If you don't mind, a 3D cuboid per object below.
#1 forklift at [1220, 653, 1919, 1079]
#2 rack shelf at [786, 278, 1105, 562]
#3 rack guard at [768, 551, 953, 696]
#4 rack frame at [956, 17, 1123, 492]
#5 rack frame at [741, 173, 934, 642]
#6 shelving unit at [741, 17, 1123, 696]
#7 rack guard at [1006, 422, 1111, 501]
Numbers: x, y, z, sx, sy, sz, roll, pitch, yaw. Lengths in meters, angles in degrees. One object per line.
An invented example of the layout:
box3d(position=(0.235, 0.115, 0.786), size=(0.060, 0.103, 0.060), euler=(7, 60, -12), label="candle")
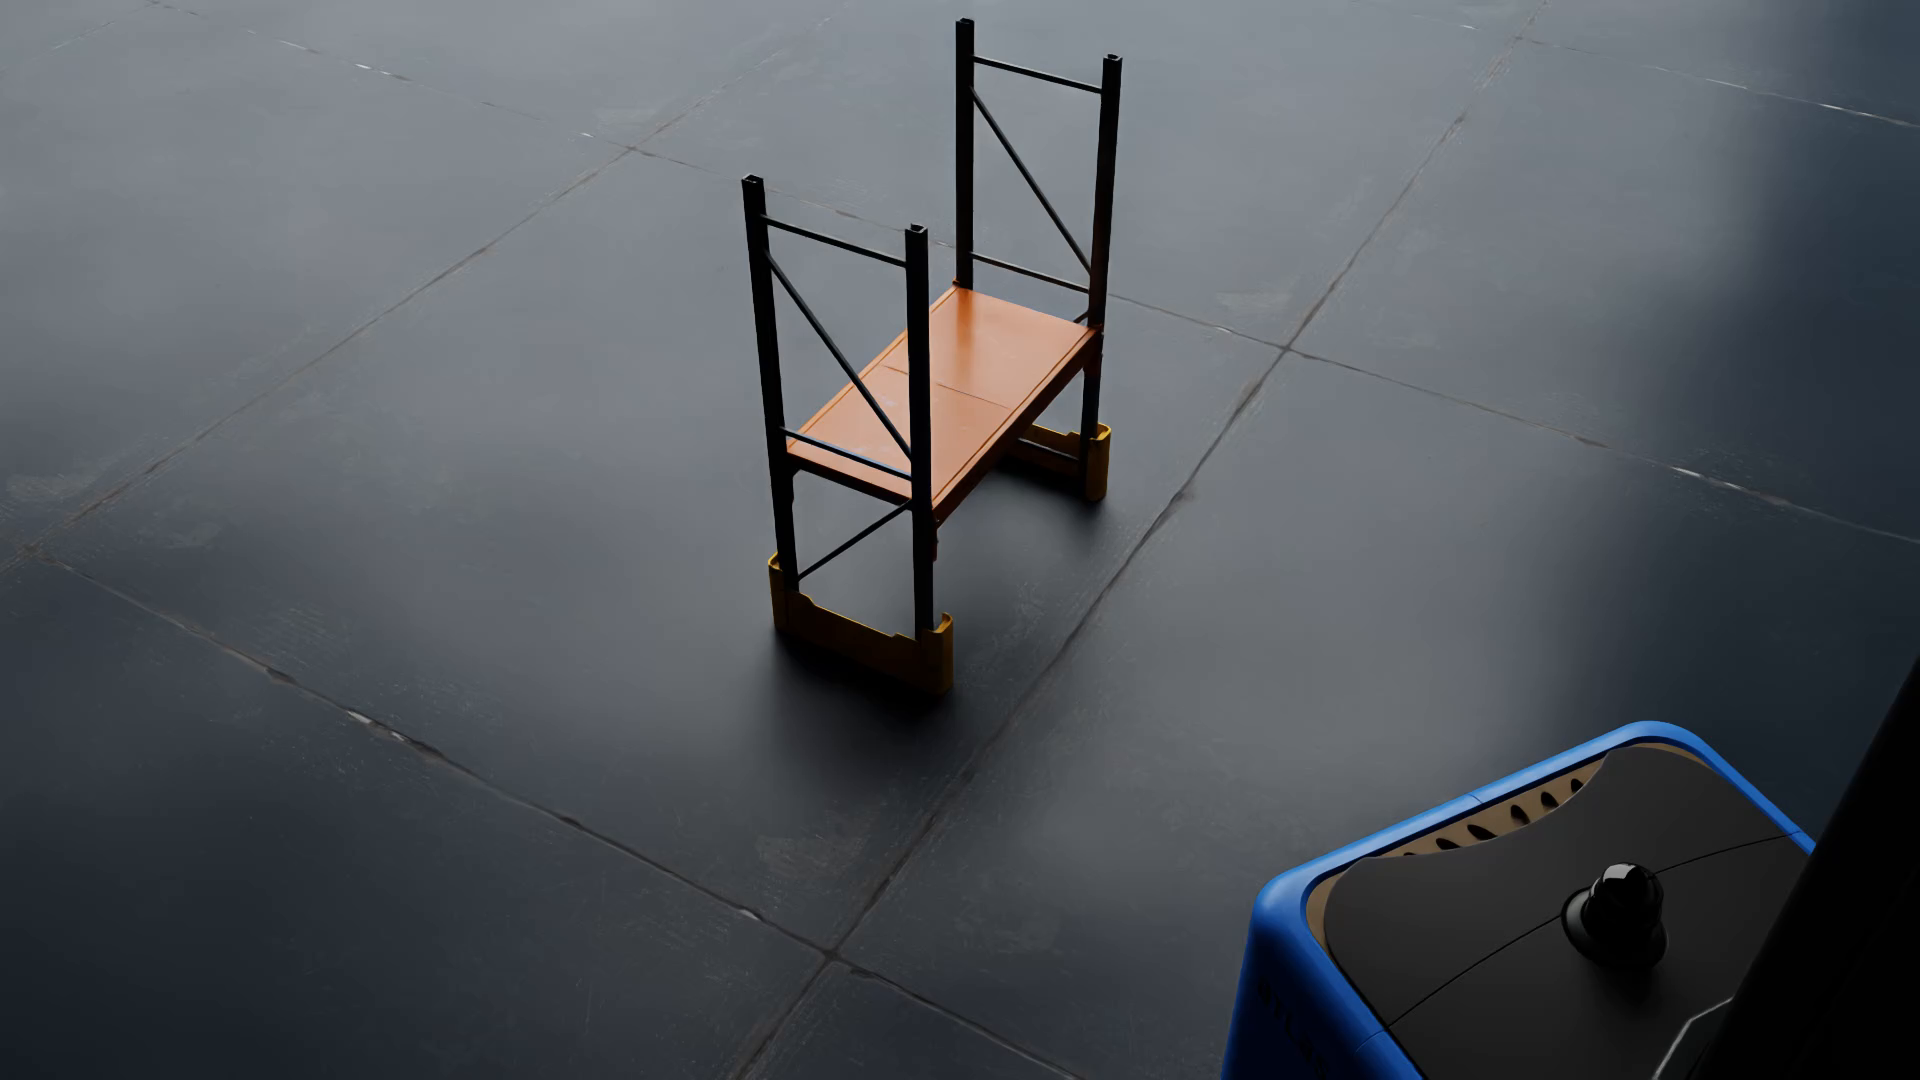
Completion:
box3d(position=(1.605, 1.052, 1.837), size=(1.130, 2.935, 3.031), euler=(-18, 44, -19), label="forklift")
box3d(position=(-0.043, -0.379, 4.818), size=(0.538, 0.185, 1.000), euler=(21, 45, 22), label="rack shelf")
box3d(position=(-0.287, 0.235, 4.794), size=(0.587, 0.250, 0.087), euler=(21, 45, 22), label="rack guard")
box3d(position=(0.212, -0.805, 5.029), size=(0.500, 1.500, 0.032), euler=(21, 45, 22), label="rack frame")
box3d(position=(-0.297, -0.223, 4.369), size=(0.500, 1.500, 0.032), euler=(21, 45, 22), label="rack frame")
box3d(position=(-0.038, -0.519, 4.705), size=(0.587, 1.500, 1.083), euler=(21, 45, 22), label="shelving unit")
box3d(position=(0.211, -0.335, 5.441), size=(0.587, 0.250, 0.087), euler=(21, 45, 22), label="rack guard")
